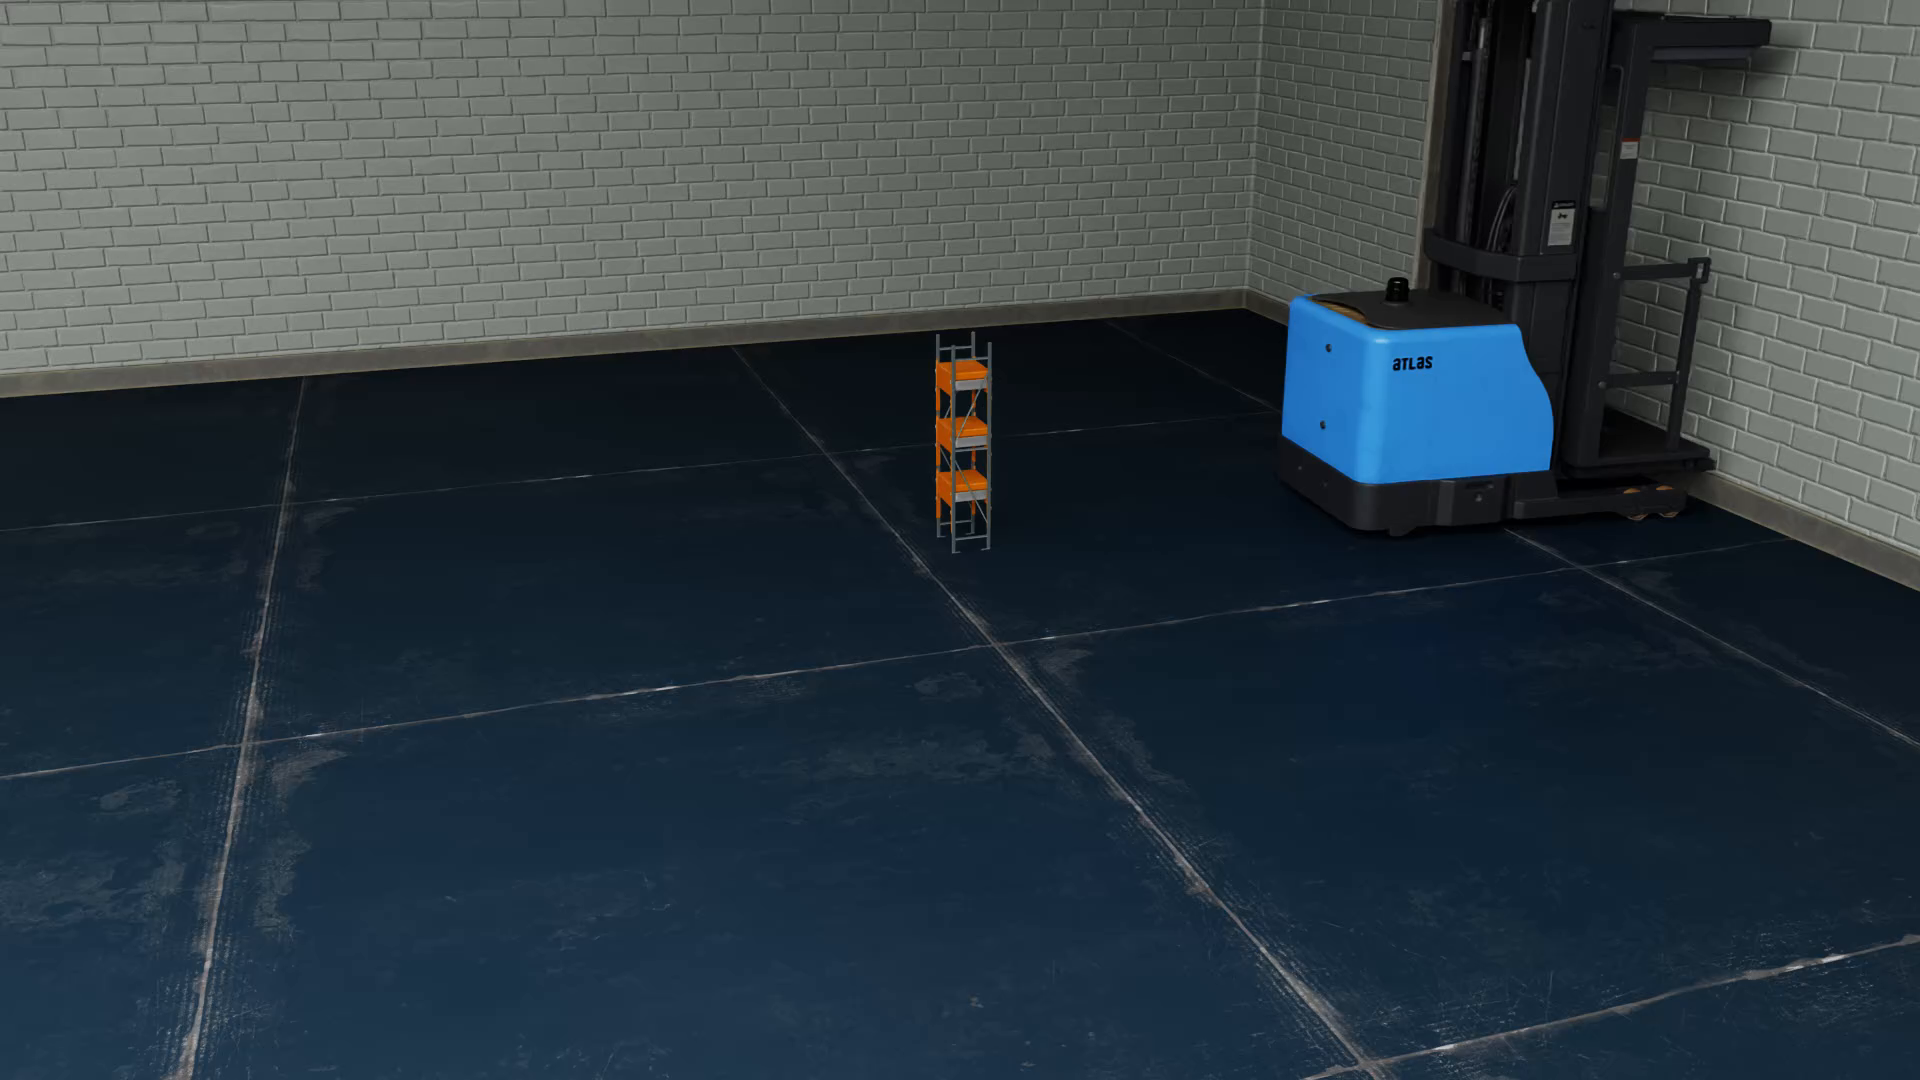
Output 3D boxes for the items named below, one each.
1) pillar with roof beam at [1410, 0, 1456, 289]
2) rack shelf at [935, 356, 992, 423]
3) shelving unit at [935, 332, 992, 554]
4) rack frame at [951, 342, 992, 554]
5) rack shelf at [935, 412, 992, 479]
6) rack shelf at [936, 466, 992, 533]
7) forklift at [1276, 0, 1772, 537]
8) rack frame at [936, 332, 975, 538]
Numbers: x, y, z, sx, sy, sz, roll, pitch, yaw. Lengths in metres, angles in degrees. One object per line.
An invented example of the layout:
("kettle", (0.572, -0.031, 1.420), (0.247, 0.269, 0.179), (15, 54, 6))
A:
("pillar with roof beam", (-0.910, -4.732, 8.280), (9.100, 9.000, 0.400), (-6, 21, -17))
("rack shelf", (0.017, -0.734, 8.099), (0.215, 0.259, 0.240), (-6, 21, -17))
("shelving unit", (0.017, -0.477, 8.191), (0.215, 1.050, 0.252), (-6, 21, -17))
("rack frame", (0.055, -0.438, 8.082), (0.200, 1.050, 0.008), (-6, 21, -17))
("rack shelf", (0.017, -0.467, 8.195), (0.215, 0.259, 0.240), (-6, 21, -17))
("rack shelf", (0.017, -0.205, 8.289), (0.215, 0.259, 0.240), (-6, 21, -17))
("forklift", (3.320, -1.648, 8.669), (3.031, 2.935, 1.130), (-5, 20, -14))
("rack frame", (-0.022, -0.516, 8.300), (0.200, 1.050, 0.008), (-6, 21, -17))
